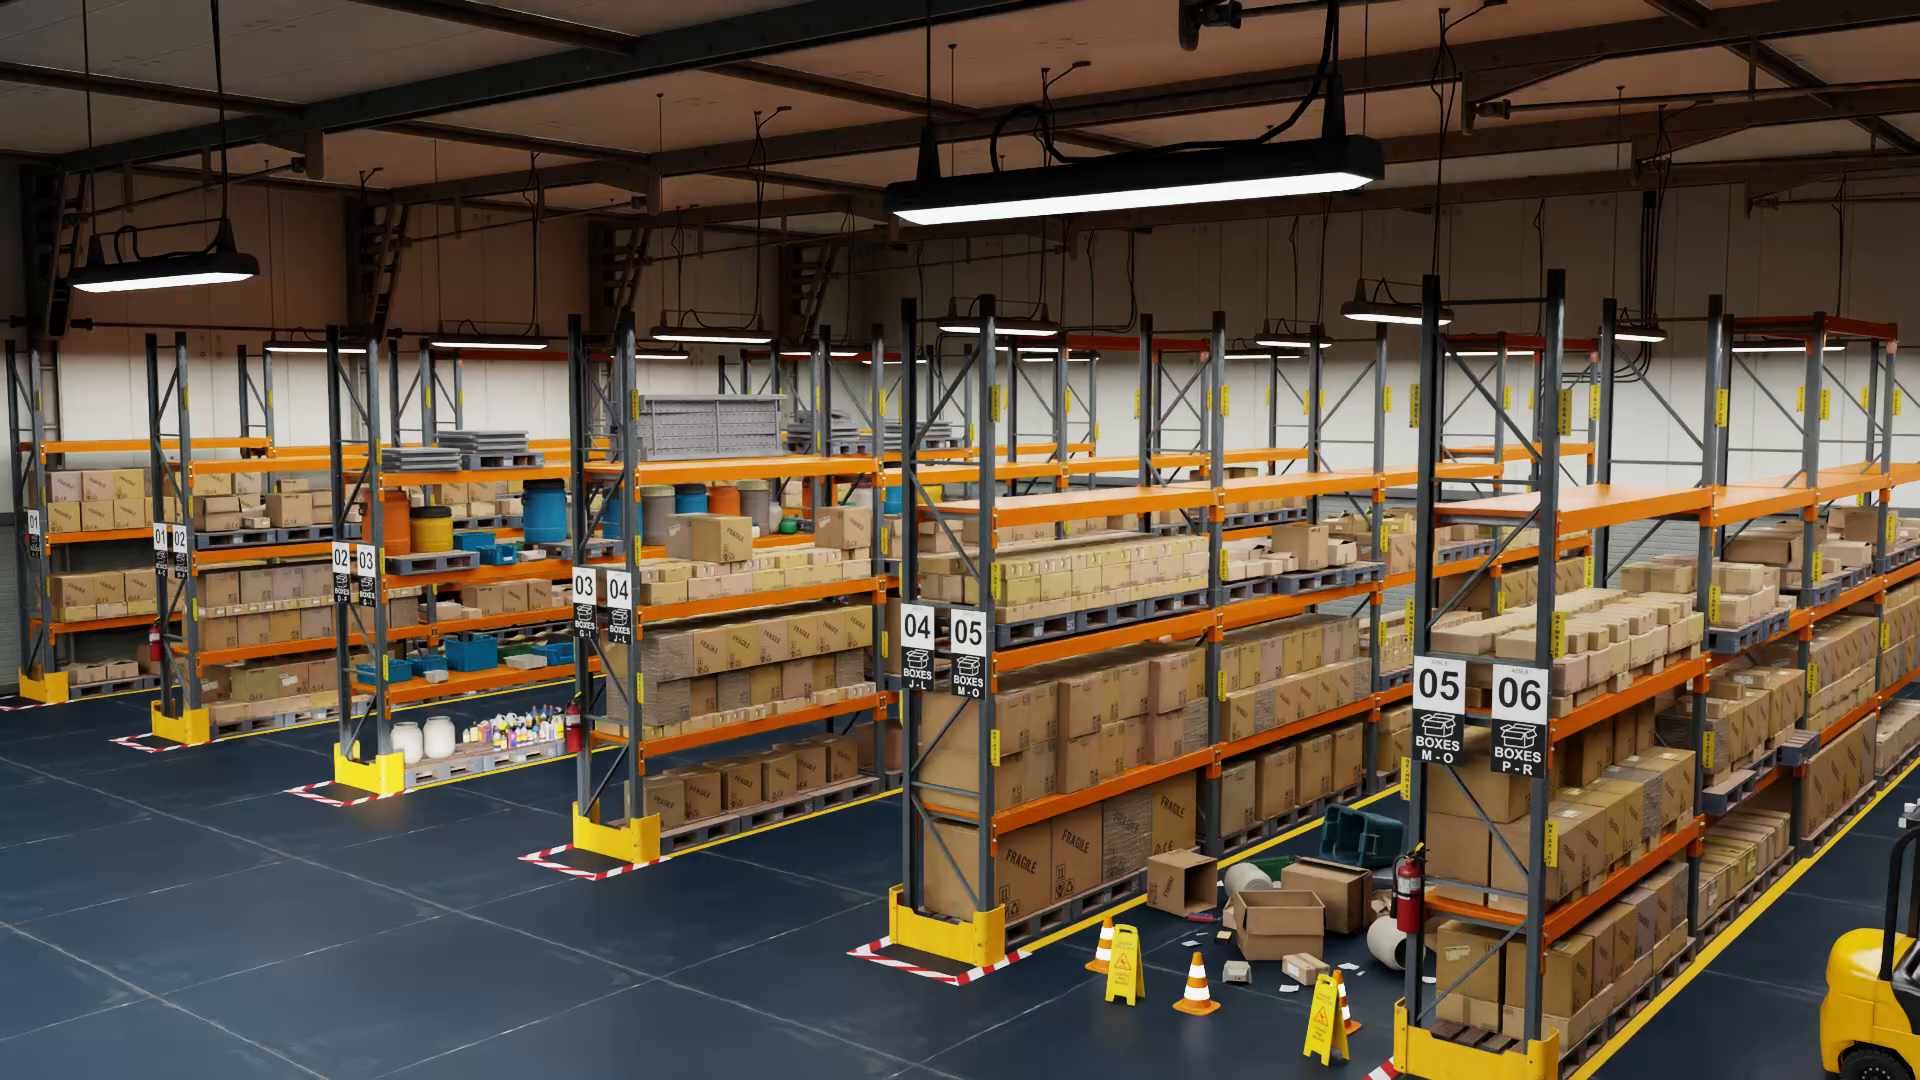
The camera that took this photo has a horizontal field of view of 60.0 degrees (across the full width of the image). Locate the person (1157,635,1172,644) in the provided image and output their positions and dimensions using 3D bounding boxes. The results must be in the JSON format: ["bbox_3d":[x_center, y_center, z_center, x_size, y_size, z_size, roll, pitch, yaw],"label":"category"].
[{"bbox_3d":[2.785,2.196,23.209,1.037,1.759,0.598,-5,7,-43],"label":"person"}]
